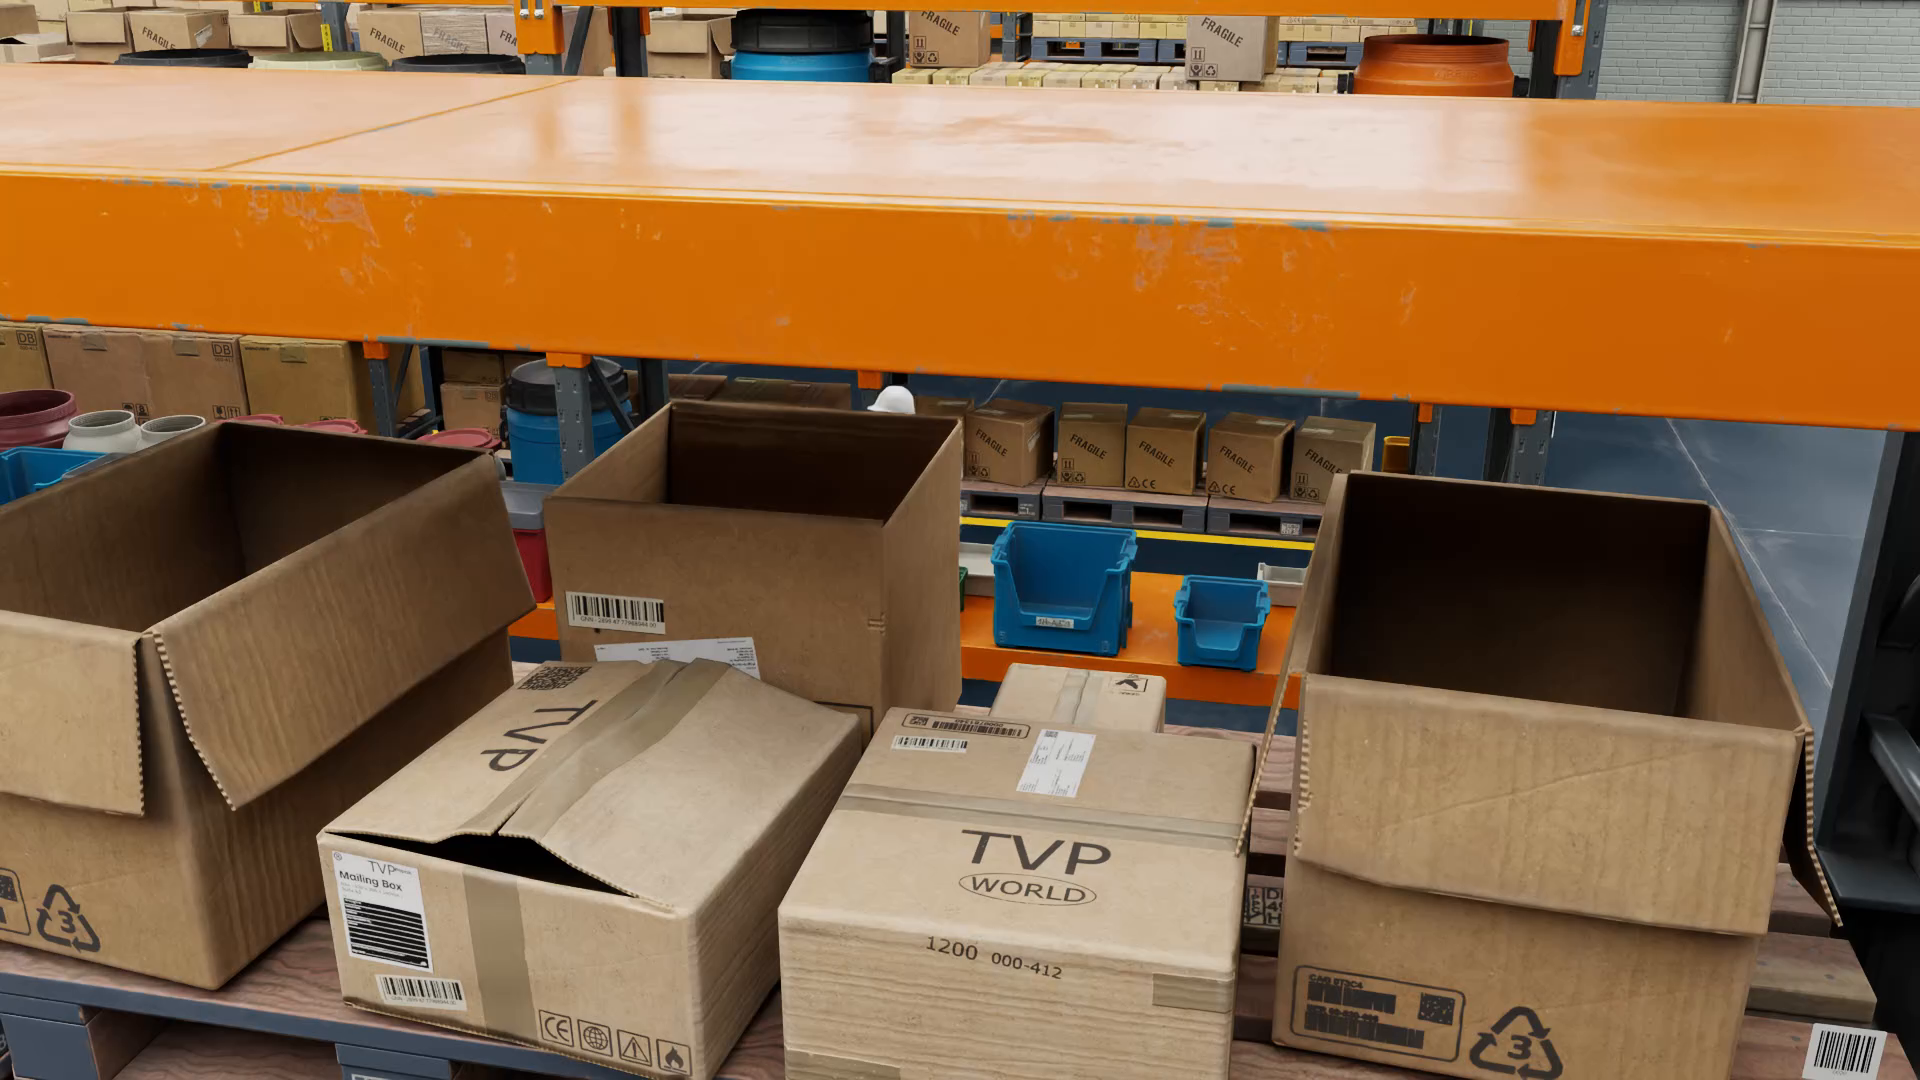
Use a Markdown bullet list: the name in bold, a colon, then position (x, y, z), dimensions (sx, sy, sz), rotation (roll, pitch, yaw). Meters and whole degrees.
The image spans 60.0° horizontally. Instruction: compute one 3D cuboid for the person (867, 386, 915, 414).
- **person**: position (-0.396, -0.030, 9.597), dimensions (0.729, 1.767, 0.599), rotation (-10, 23, -24)
